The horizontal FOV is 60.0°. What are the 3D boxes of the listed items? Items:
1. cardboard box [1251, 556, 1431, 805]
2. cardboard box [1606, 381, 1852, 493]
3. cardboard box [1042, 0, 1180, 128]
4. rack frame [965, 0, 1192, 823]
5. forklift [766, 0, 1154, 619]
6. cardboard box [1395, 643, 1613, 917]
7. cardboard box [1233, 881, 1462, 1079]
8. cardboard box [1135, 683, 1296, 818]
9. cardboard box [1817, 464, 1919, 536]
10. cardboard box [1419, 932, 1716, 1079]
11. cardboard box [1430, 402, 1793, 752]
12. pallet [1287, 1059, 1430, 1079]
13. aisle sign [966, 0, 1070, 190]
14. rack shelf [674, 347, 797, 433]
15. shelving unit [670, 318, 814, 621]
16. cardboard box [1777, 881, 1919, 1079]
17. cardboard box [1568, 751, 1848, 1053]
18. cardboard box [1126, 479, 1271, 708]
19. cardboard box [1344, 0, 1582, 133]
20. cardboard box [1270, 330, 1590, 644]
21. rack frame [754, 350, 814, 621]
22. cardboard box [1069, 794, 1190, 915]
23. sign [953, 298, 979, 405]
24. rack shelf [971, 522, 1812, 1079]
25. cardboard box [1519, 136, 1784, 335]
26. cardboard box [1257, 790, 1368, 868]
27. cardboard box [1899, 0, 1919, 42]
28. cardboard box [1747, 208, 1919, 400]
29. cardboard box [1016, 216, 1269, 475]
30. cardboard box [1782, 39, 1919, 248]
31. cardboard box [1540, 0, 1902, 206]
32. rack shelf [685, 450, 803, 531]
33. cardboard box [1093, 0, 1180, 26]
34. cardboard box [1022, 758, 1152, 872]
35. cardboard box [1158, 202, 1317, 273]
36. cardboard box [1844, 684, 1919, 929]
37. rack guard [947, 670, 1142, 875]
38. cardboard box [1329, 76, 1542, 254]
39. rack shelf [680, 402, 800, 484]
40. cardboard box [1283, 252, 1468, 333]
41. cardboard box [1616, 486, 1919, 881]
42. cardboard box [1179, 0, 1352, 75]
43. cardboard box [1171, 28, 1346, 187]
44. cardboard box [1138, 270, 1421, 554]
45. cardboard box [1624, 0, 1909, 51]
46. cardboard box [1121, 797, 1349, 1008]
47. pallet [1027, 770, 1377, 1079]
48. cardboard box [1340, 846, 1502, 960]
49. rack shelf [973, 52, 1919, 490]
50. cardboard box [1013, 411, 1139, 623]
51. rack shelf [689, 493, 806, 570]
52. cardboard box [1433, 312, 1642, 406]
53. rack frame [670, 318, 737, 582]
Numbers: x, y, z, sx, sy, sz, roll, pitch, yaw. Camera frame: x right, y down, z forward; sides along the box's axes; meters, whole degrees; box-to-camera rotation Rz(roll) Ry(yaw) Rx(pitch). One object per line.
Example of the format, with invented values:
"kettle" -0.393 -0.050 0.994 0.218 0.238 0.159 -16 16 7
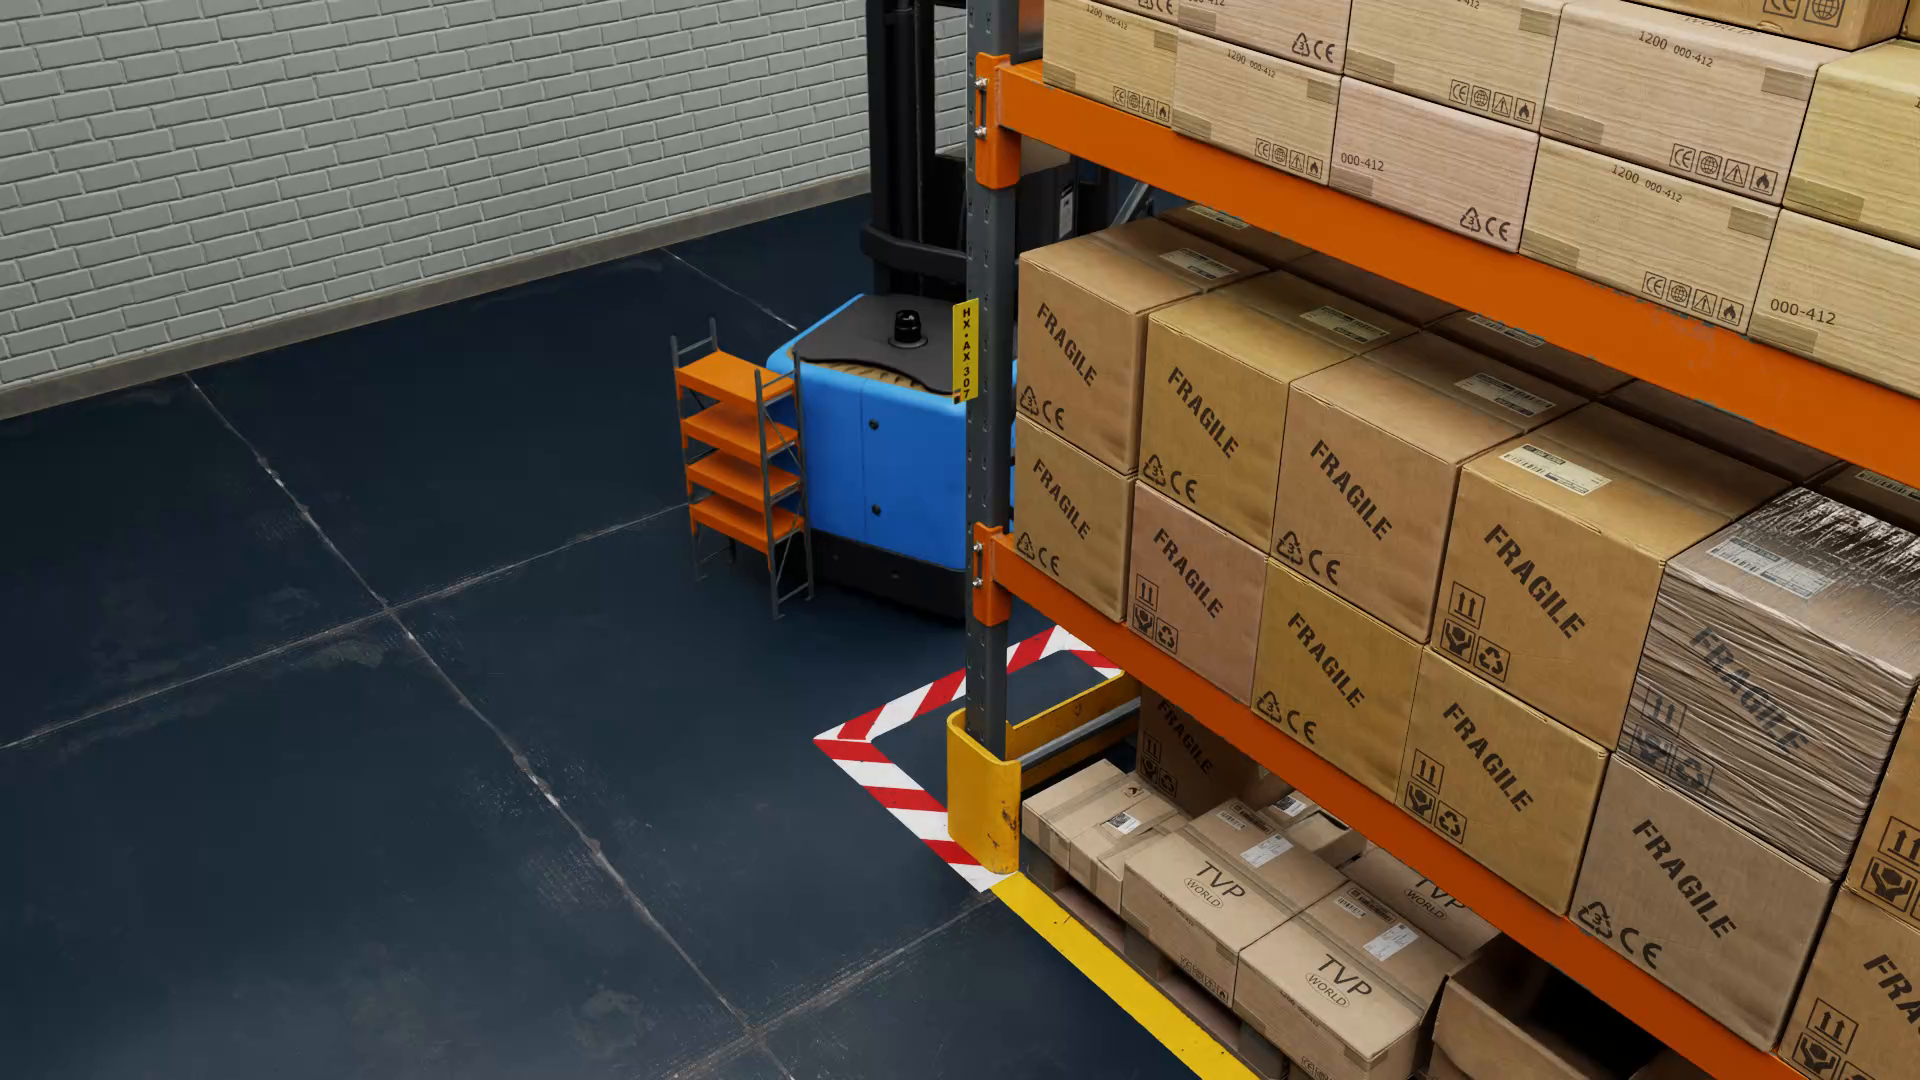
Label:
"cardboard box" 1.138 0.278 4.365 0.500 0.500 0.500 -22 38 -32
"cardboard box" 1.886 -0.105 4.034 0.500 0.500 0.500 -21 38 -30
"cardboard box" 0.563 -1.288 4.280 0.500 0.250 0.500 -22 38 -31
"rack frame" 0.449 -0.374 5.509 1.000 3.000 0.127 -22 38 -31
"forklift" 0.307 -1.663 7.650 1.130 2.935 3.031 16 35 24
"cardboard box" 1.444 0.486 4.029 0.500 0.500 0.500 -22 38 -31
"cardboard box" 1.171 1.343 4.934 0.500 0.250 0.500 -22 38 -31
"cardboard box" 0.977 0.648 5.816 0.500 0.500 0.500 -22 38 -31
"cardboard box" 2.203 0.109 3.688 0.500 0.500 0.500 -24 39 -33
"cardboard box" 1.745 1.386 4.625 0.797 0.503 0.637 -22 38 -31
"cardboard box" 1.454 0.066 3.758 0.500 0.500 0.500 -23 38 -32
"pallet" 1.729 1.683 4.841 1.003 0.211 1.213 -22 38 -31
"aisle sign" 0.175 -1.411 4.716 0.394 0.787 0.004 -22 38 -31
"rack shelf" -0.917 -0.622 6.868 0.480 0.148 0.258 23 39 33
"shelving unit" -0.916 -0.290 7.077 0.503 1.200 0.258 23 39 33
"cardboard box" 2.075 0.911 3.345 0.500 0.500 0.500 -21 38 -30
"cardboard box" 1.758 0.698 3.689 0.500 0.500 0.500 -21 38 -30
"cardboard box" 0.833 0.067 4.704 0.500 0.500 0.500 -23 38 -32
"cardboard box" 1.171 -1.081 3.473 0.500 0.250 0.500 -22 38 -31
"cardboard box" 1.142 -0.145 4.098 0.500 0.500 0.500 -22 38 -31
"rack frame" -0.727 -0.208 6.946 0.015 1.200 0.240 23 39 33
"cardboard box" 0.587 1.033 5.512 0.380 0.166 0.250 -22 38 -31
"sign" 0.020 -0.566 4.997 0.100 0.325 0.005 -22 38 -31
"rack shelf" 1.675 0.765 4.356 1.077 0.370 4.000 -22 38 -31
"cardboard box" 1.479 -0.661 3.271 0.500 0.250 0.500 -22 38 -31
"cardboard box" 1.154 0.988 5.585 0.380 0.166 0.250 -22 38 -31
"cardboard box" 2.067 -1.099 2.791 0.700 0.500 0.500 -22 38 -31
"cardboard box" 1.782 -0.451 2.933 0.500 0.250 0.500 -22 38 -31
"cardboard box" 0.512 -0.571 4.783 0.500 0.500 0.500 -21 38 -30
"cardboard box" 1.780 -0.663 2.800 0.500 0.250 0.500 -22 38 -31
"cardboard box" 1.474 -0.872 3.136 0.500 0.250 0.500 -22 38 -31
"rack shelf" -0.915 -0.233 7.113 0.480 0.148 0.258 23 39 33
"cardboard box" 0.558 -1.498 4.145 0.500 0.250 0.500 -22 38 -31
"cardboard box" 0.434 0.936 5.685 0.380 0.149 0.250 -22 38 -31
"cardboard box" 0.939 -0.744 5.063 0.500 0.500 0.500 -23 38 -32
"cardboard box" 2.071 0.487 3.081 0.500 0.500 0.500 -23 39 -32
"rack guard" 0.495 0.720 6.117 1.175 0.500 0.348 -22 38 -31
"cardboard box" 1.167 -0.867 3.603 0.500 0.250 0.500 -22 38 -31
"rack shelf" -0.916 -0.422 6.994 0.480 0.148 0.258 23 39 33
"cardboard box" 1.249 -0.534 4.724 0.500 0.500 0.500 -21 38 -30
"cardboard box" 1.762 0.276 3.419 0.500 0.500 0.500 -22 38 -31
"cardboard box" 0.859 -1.288 3.805 0.500 0.250 0.500 -22 38 -31
"cardboard box" 0.859 -1.075 3.937 0.500 0.250 0.500 -22 38 -31
"cardboard box" 0.839 -0.355 4.437 0.500 0.500 0.500 -22 38 -31
"cardboard box" 1.640 -1.258 3.047 0.700 0.500 0.500 -22 38 -31
"cardboard box" 0.865 1.134 5.270 0.500 0.250 0.500 -22 38 -31
"pallet" 0.985 1.175 5.659 1.003 0.211 1.213 -22 38 -31
"cardboard box" 1.535 1.160 5.228 0.500 0.250 0.500 -22 38 -31
"rack shelf" 1.675 -0.509 3.565 1.077 0.370 4.000 -22 38 -31
"cardboard box" 0.512 -0.146 5.047 0.500 0.500 0.500 -21 38 -30
"rack shelf" -0.914 -0.065 7.219 0.480 0.148 0.258 23 39 33
"cardboard box" 1.571 -0.320 4.379 0.500 0.500 0.500 -21 38 -30
"rack frame" -1.105 -0.371 7.209 0.015 1.200 0.240 23 39 33
